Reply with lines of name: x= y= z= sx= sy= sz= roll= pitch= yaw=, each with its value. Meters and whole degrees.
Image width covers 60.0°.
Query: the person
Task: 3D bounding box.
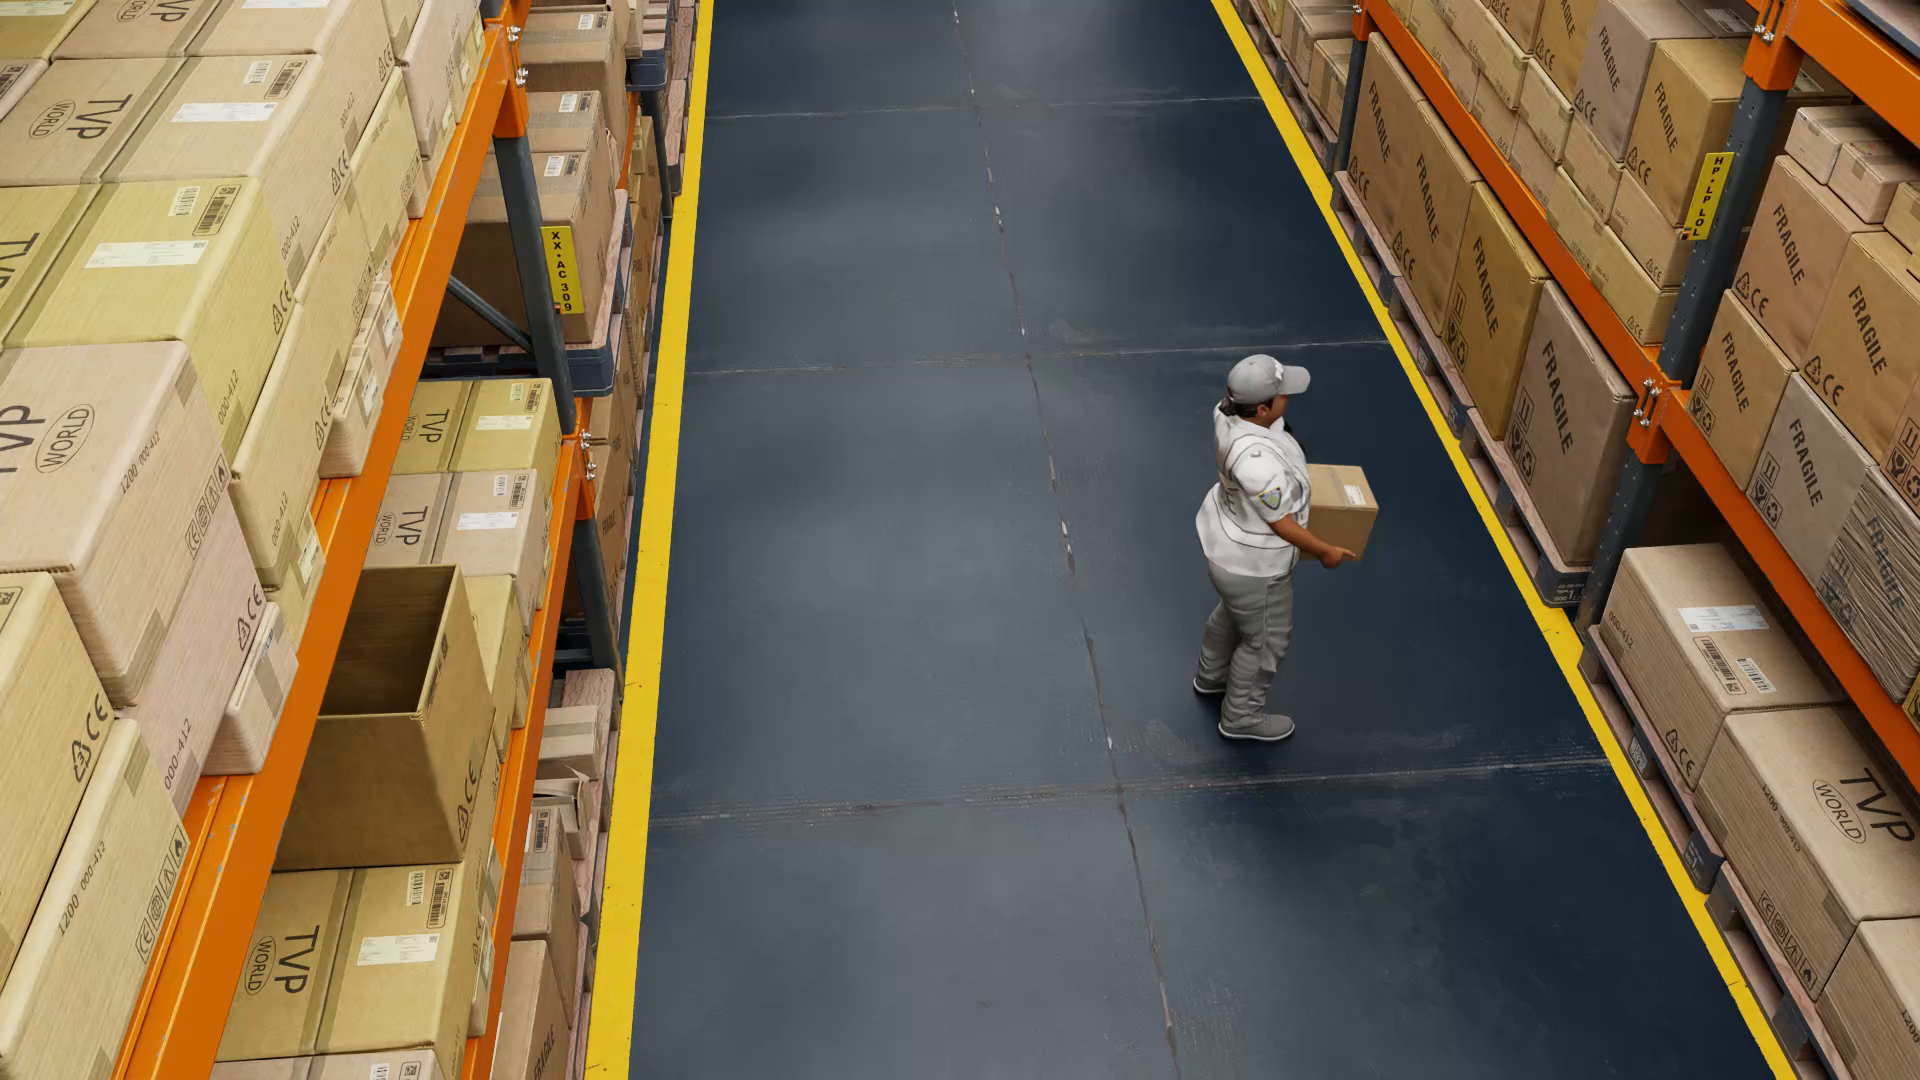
person: x=1.142 y=0.033 z=6.121 sx=0.541 sy=1.655 sz=0.454 roll=-2 pitch=39 yaw=-3
